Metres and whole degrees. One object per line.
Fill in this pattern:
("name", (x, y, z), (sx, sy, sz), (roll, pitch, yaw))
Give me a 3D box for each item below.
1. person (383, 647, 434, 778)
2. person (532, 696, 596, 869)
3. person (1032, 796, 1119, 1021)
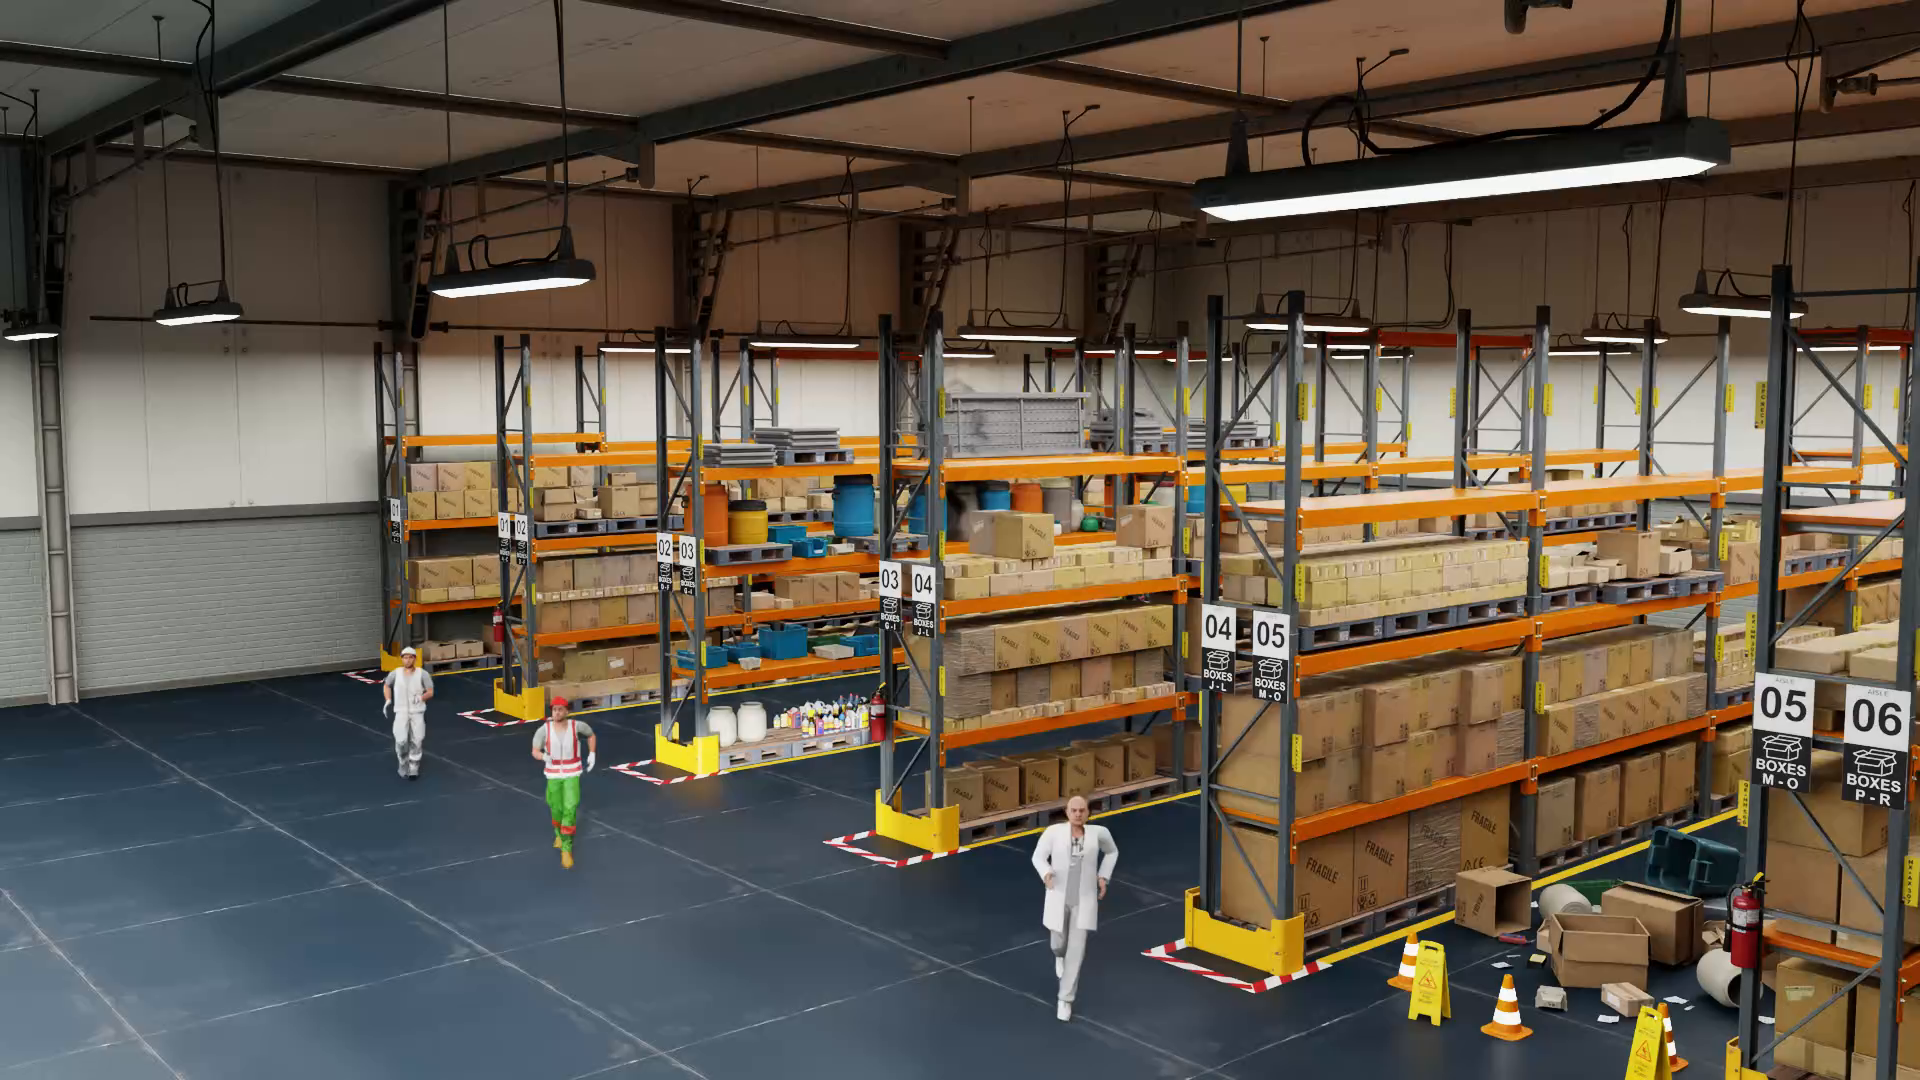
("person", (-7.250, 2.283, 21.880), (0.649, 1.742, 0.642), (-1, 5, -16))
("person", (-4.356, 2.613, 18.269), (0.667, 1.801, 0.908), (-1, 5, -6))
("person", (0.966, 3.026, 13.988), (0.722, 1.779, 0.982), (1, 5, 7))
